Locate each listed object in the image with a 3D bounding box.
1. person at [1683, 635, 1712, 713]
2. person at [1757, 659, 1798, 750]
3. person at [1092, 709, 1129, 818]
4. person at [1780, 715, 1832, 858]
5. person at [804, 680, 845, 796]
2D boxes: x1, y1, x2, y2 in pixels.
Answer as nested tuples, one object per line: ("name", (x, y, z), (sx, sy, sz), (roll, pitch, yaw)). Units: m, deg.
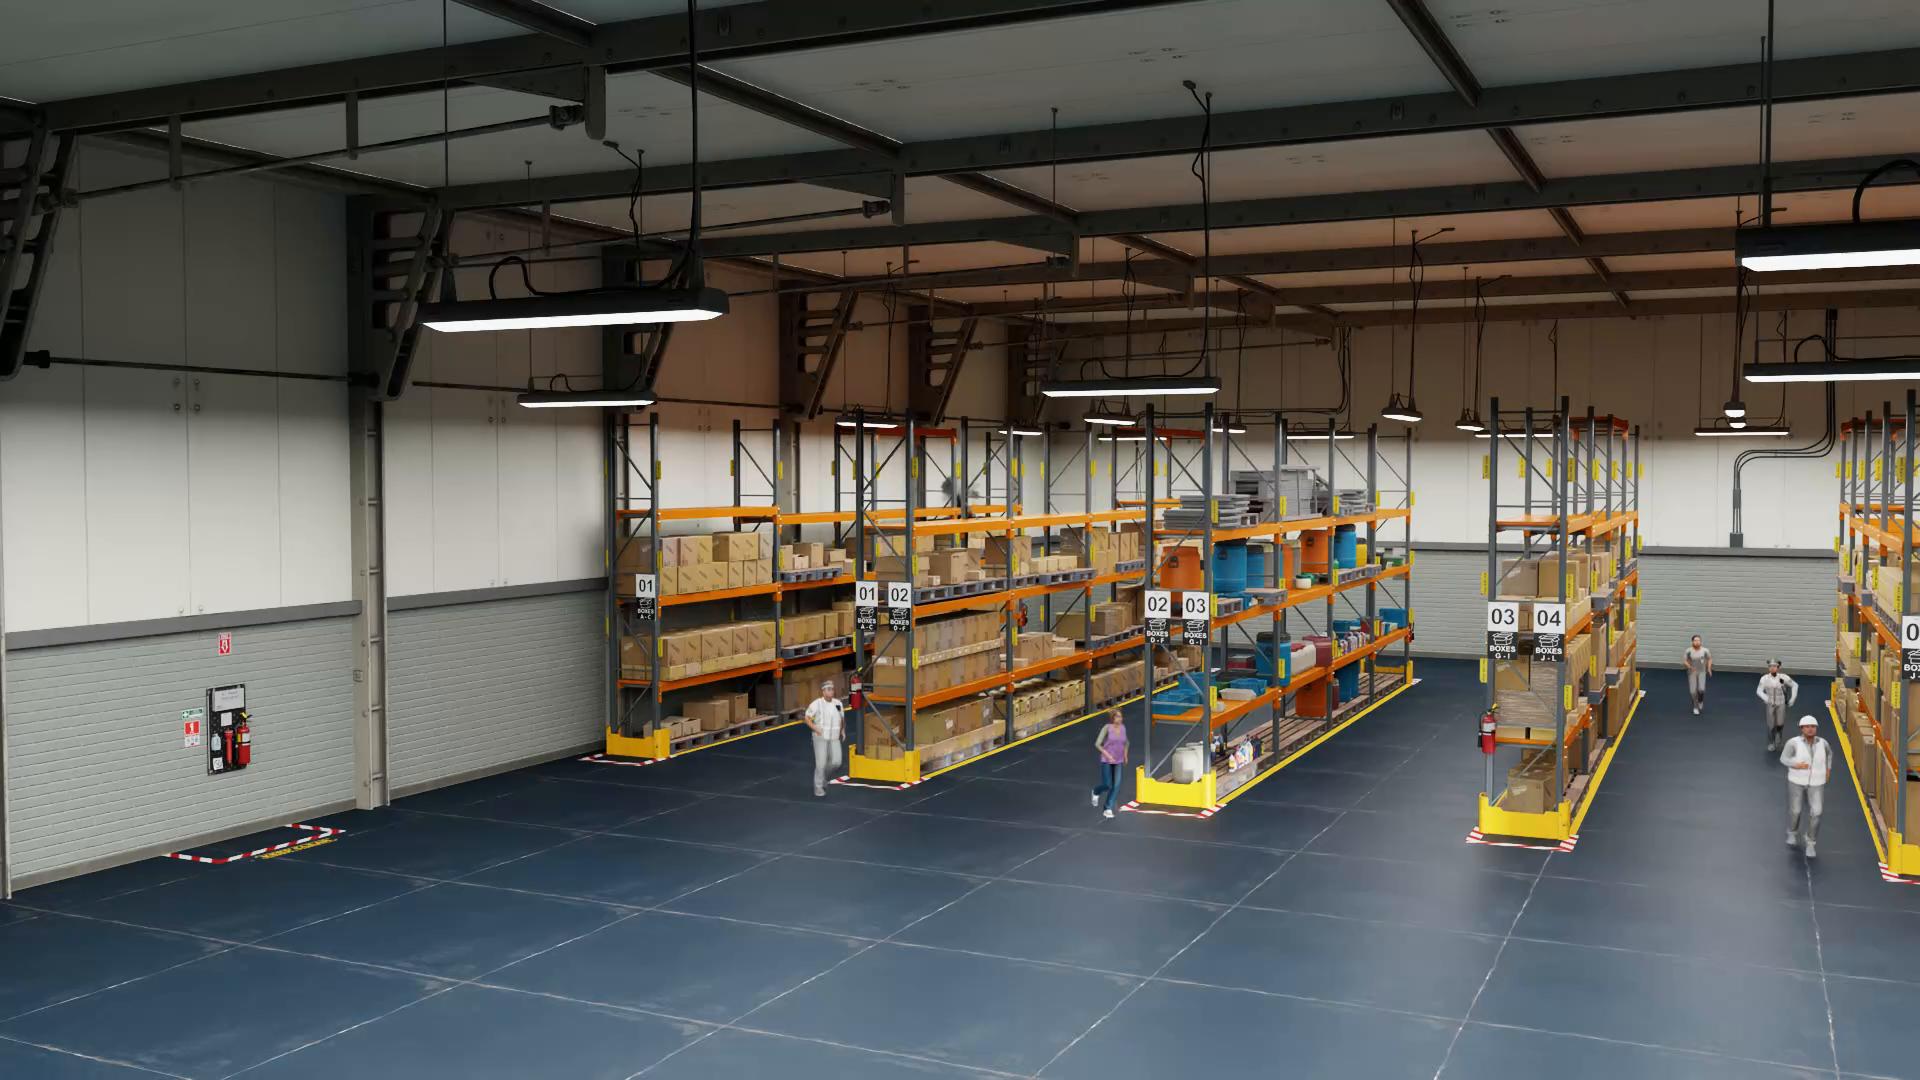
("person", (15.104, 2.755, 34.050), (0.545, 1.624, 0.626), (1, 3, 22))
("person", (14.504, 2.934, 29.546), (0.639, 1.658, 0.677), (2, 3, 32))
("person", (2.200, 3.210, 24.095), (0.564, 1.548, 0.635), (-1, 3, -22))
("person", (11.078, 3.212, 21.762), (0.667, 1.851, 0.755), (1, 3, 16))
("person", (-2.043, 3.055, 25.728), (0.692, 1.757, 0.502), (-1, 3, -26))
